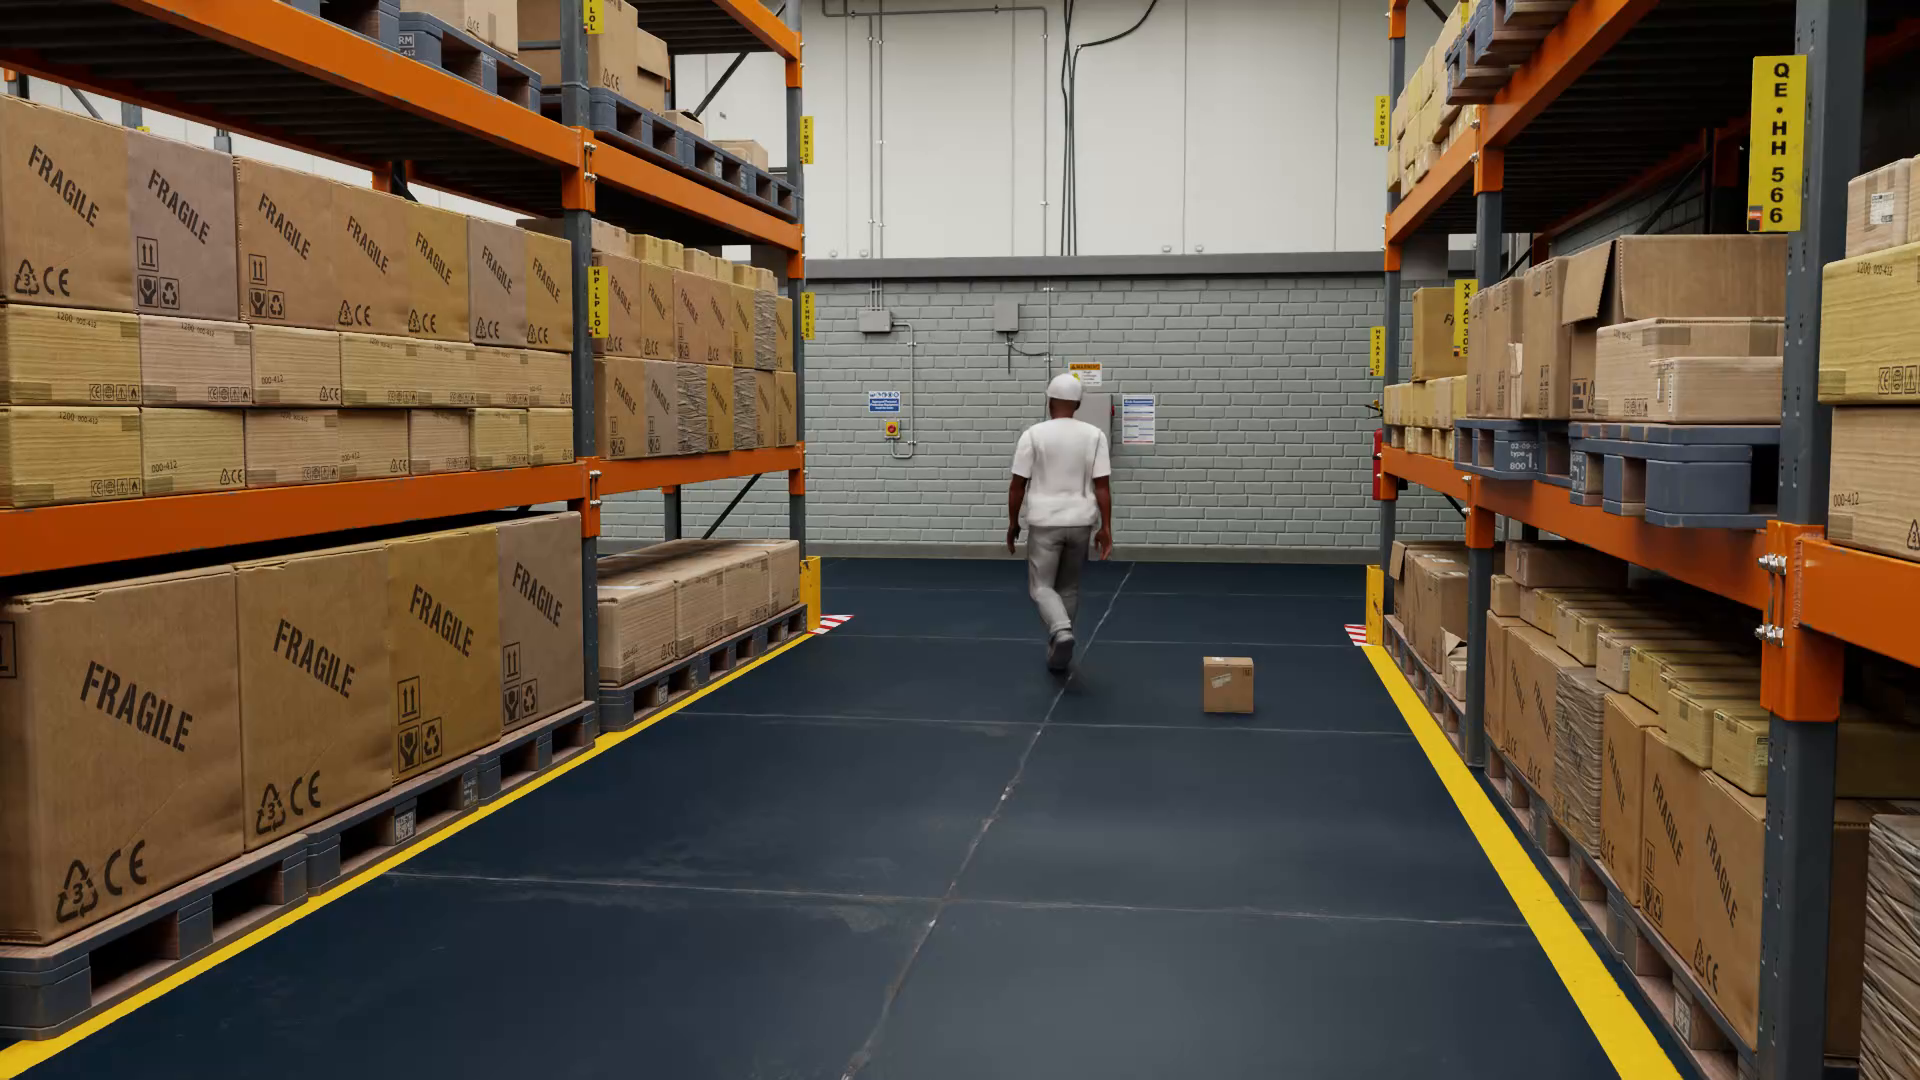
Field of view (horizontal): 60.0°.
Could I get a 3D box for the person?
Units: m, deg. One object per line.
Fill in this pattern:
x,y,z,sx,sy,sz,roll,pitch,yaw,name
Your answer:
0.581,-0.088,9.620,0.589,1.741,0.899,-1,5,-10,person
